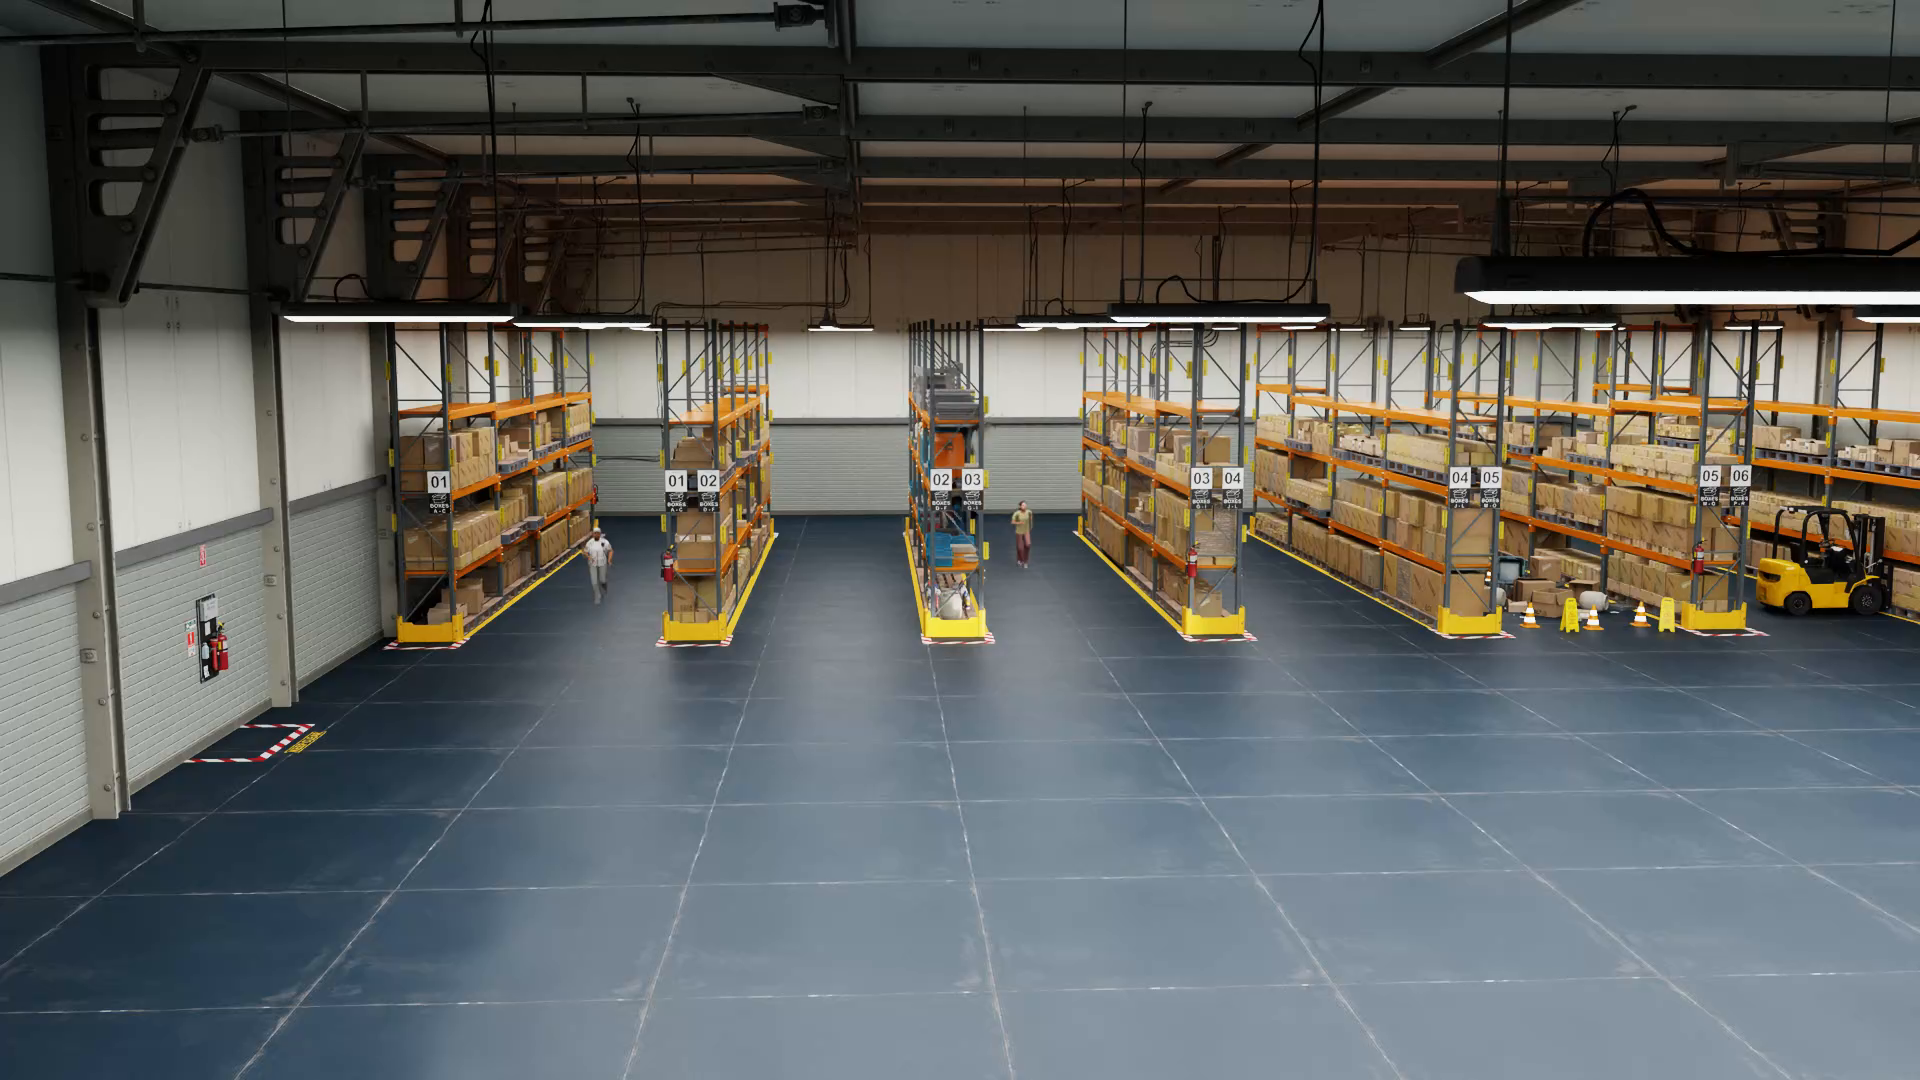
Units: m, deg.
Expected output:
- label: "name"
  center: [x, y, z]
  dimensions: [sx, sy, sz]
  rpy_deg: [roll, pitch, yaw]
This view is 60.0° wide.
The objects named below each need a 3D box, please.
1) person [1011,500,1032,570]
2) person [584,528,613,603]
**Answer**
- label: "person"
  center: [1.521, -0.142, 40.866]
  dimensions: [0.599, 1.700, 0.820]
  rpy_deg: [-2, 7, -14]
- label: "person"
  center: [-7.708, 0.549, 35.437]
  dimensions: [0.599, 1.628, 0.531]
  rpy_deg: [-1, 7, -8]
